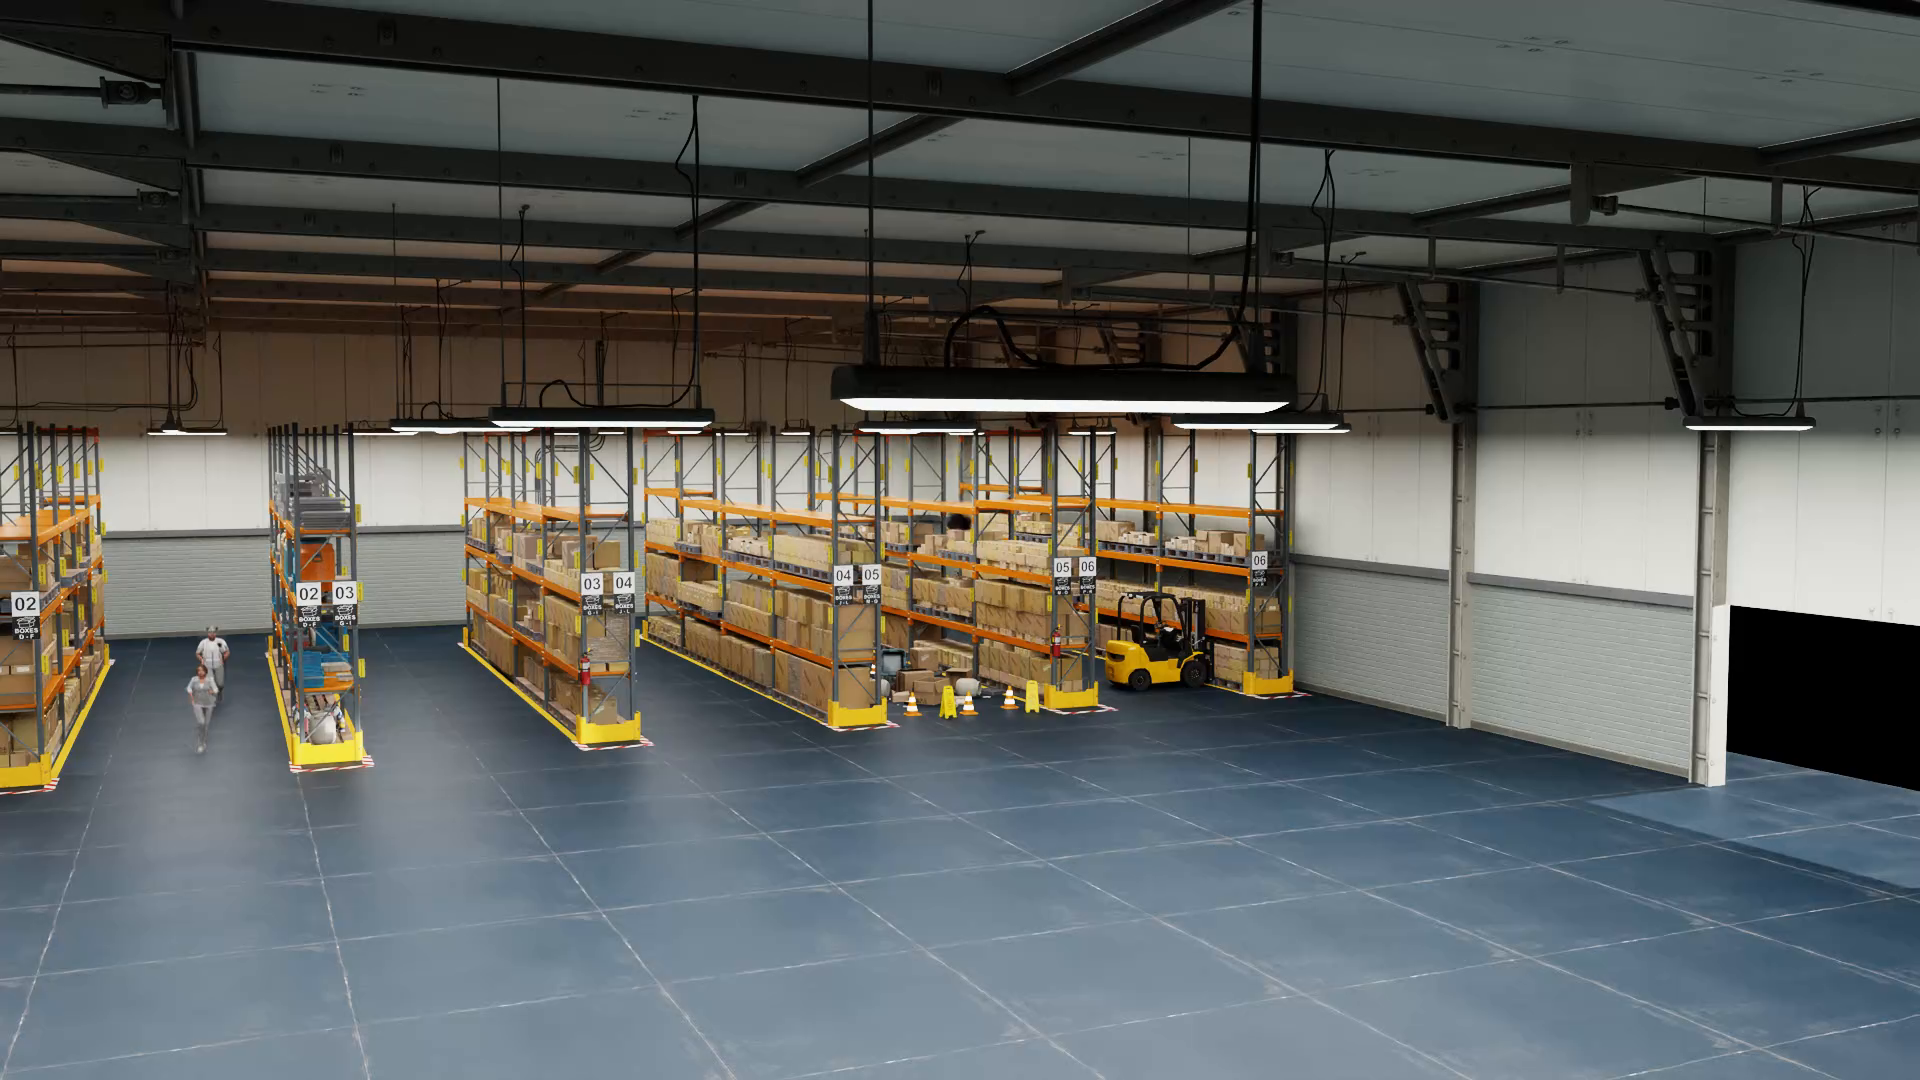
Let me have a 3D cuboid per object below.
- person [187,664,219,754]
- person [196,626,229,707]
[{"bbox_3d":[-13.813,3.080,30.373,0.507,1.648,0.710,-2,4,-31],"label":"person"},{"bbox_3d":[-15.936,2.686,35.467,0.660,1.732,0.604,-2,4,-25],"label":"person"}]
